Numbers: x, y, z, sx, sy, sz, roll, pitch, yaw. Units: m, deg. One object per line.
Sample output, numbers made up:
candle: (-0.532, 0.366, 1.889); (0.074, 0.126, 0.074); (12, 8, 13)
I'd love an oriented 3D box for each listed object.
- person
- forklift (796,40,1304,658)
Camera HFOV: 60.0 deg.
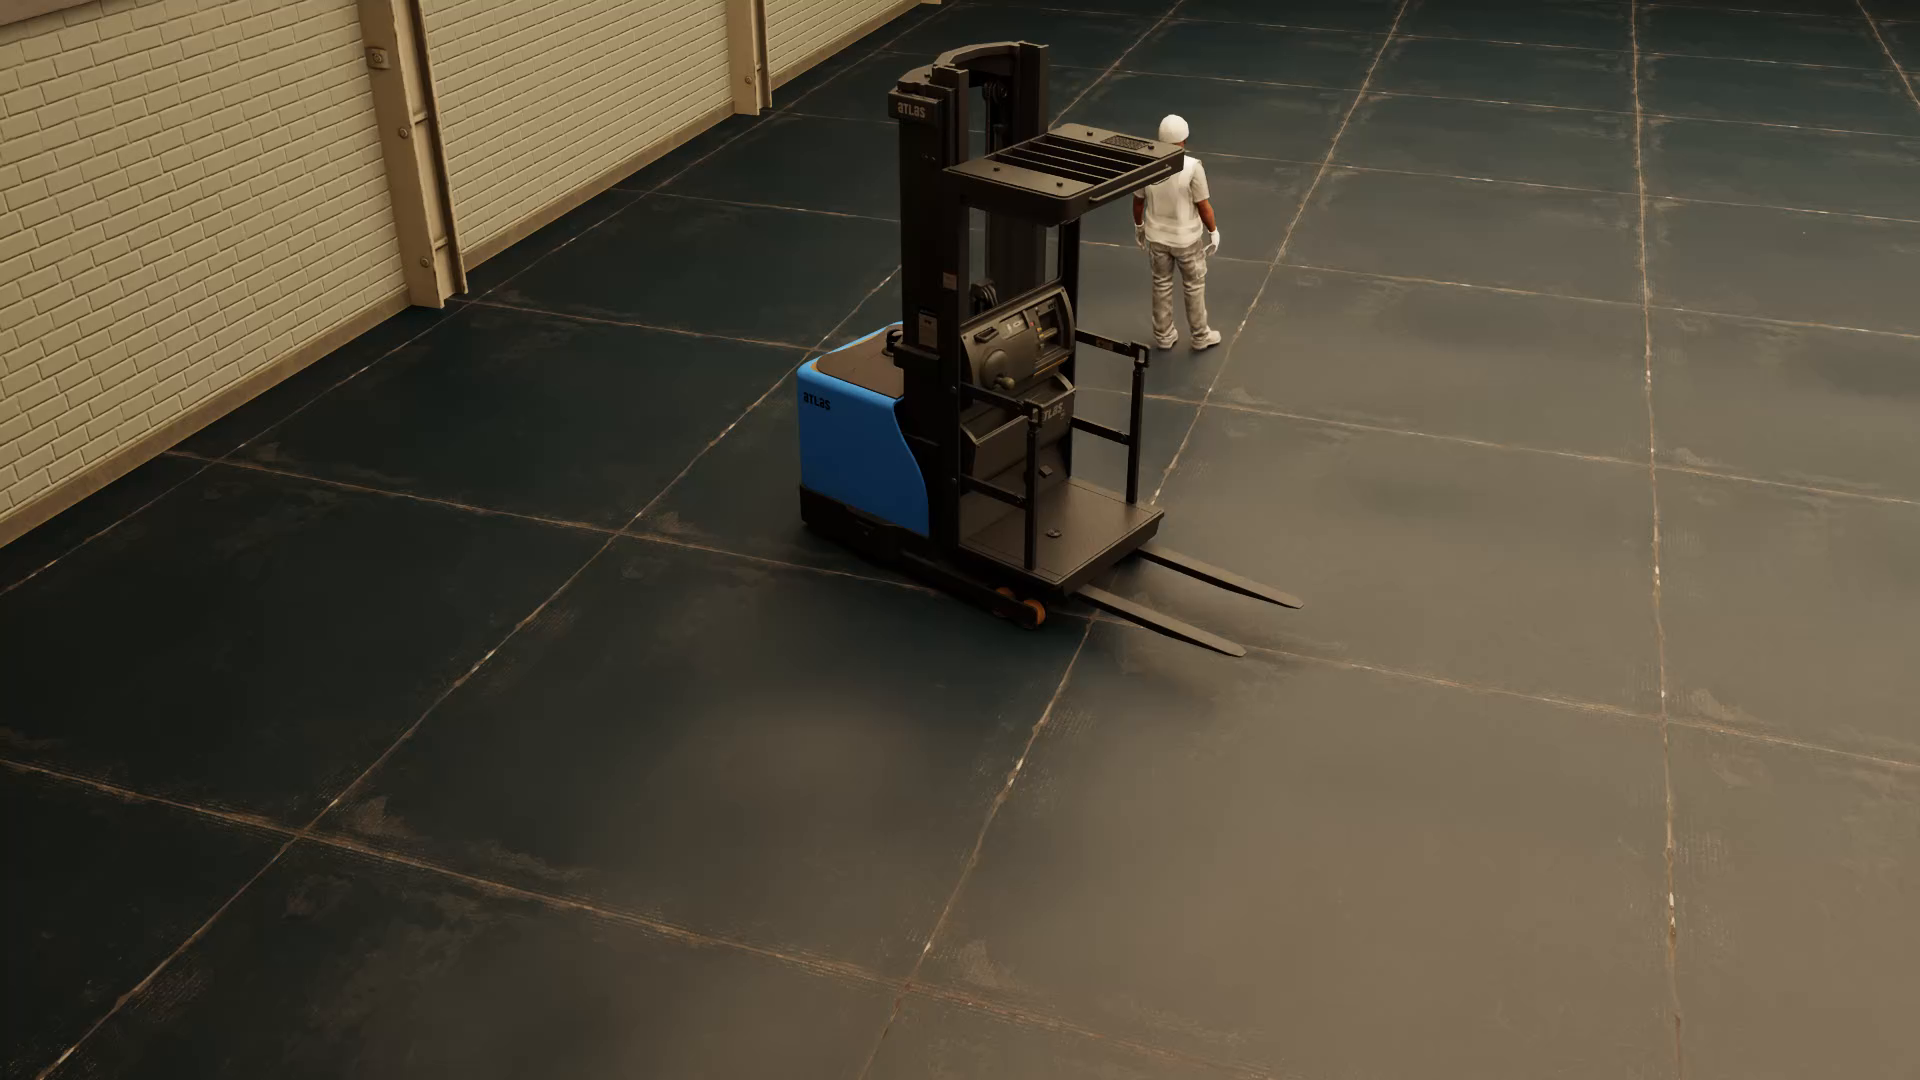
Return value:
person: (1.613, -2.271, 12.264); (0.656, 1.782, 0.577); (16, 33, 25)
forklift: (0.488, -1.077, 9.025); (3.031, 2.935, 1.130); (22, 36, 33)
